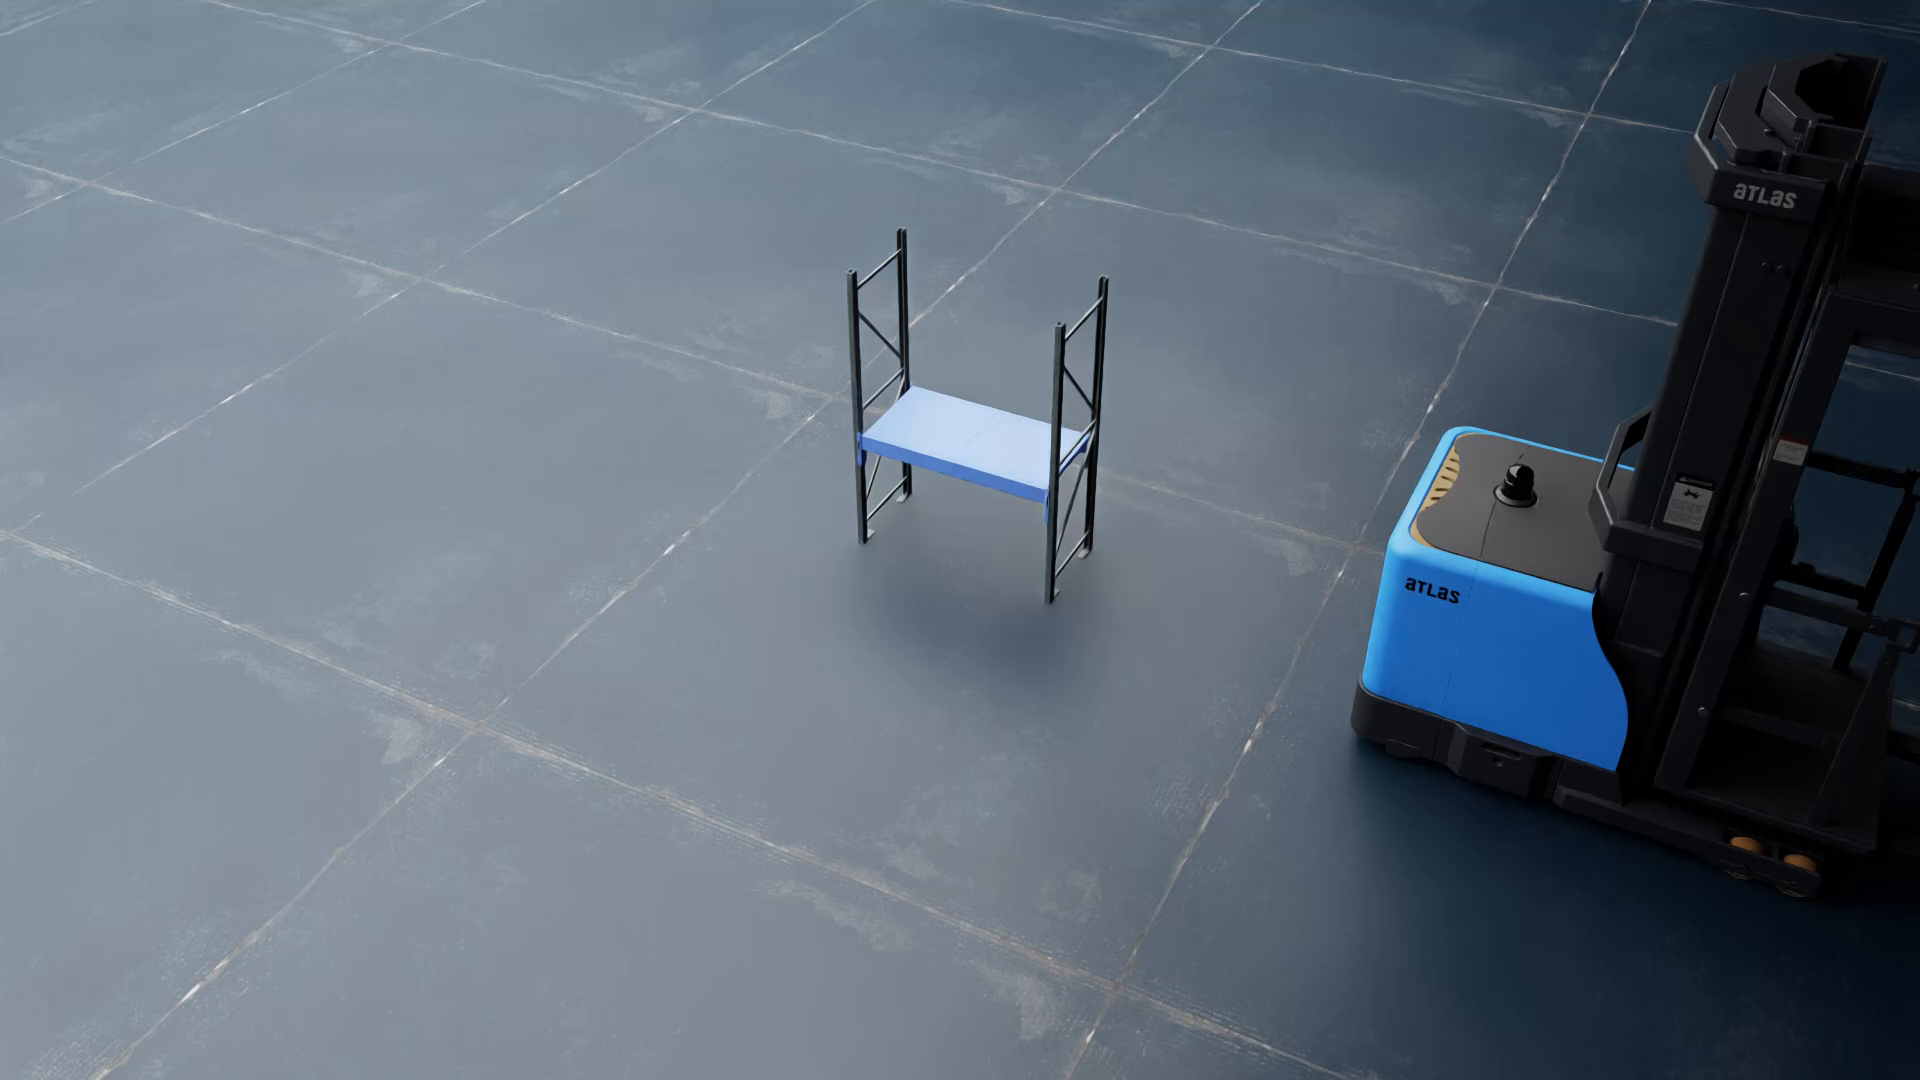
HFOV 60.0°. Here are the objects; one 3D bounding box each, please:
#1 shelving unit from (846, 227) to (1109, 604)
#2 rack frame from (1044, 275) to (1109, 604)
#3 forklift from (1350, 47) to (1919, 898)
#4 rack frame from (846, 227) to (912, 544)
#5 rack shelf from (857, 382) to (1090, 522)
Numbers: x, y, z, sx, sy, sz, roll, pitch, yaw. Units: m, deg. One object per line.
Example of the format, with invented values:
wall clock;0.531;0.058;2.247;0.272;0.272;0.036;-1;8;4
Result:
shelving unit;0.076;-0.574;7.785;1.048;1.500;0.538;17;41;21
rack frame;0.527;-0.432;7.599;0.032;1.500;0.500;17;41;21
forklift;3.220;-0.154;6.048;3.031;2.935;1.130;17;41;22
rack frame;-0.376;-0.715;7.971;0.032;1.500;0.500;17;41;21
rack shelf;0.076;-0.430;7.894;1.000;0.185;0.538;17;41;21
